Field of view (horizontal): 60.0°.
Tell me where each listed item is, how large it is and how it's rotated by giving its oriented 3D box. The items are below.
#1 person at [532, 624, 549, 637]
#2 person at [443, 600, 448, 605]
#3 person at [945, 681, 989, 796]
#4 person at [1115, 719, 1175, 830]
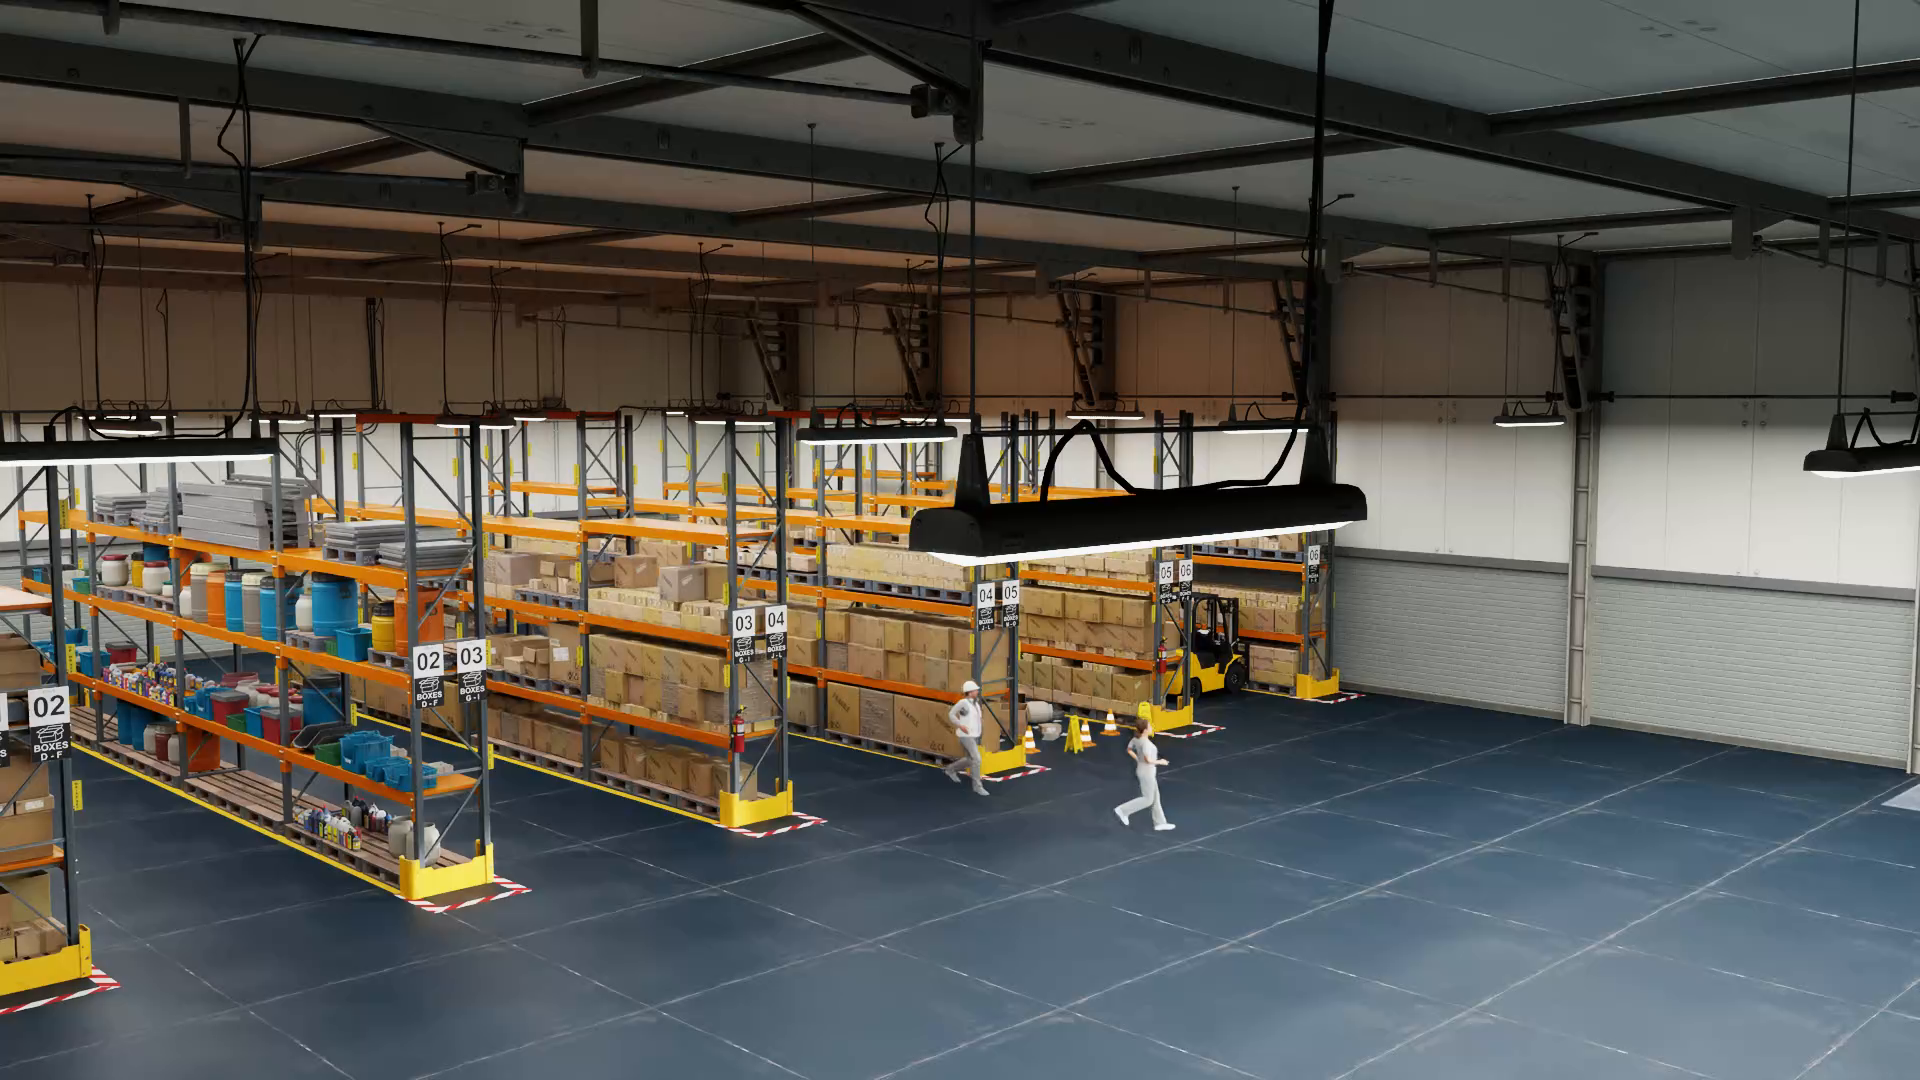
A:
[{"bbox_3d":[-10.461,1.880,41.325,0.775,1.836,0.662,-5,7,-44],"label":"person"},{"bbox_3d":[-12.175,2.194,38.540,0.740,1.599,0.827,1,5,6],"label":"person"},{"bbox_3d":[0.159,3.146,26.725,0.945,1.762,0.671,2,6,26],"label":"person"},{"bbox_3d":[2.670,3.404,24.078,0.924,1.644,0.570,-1,5,-11],"label":"person"}]
